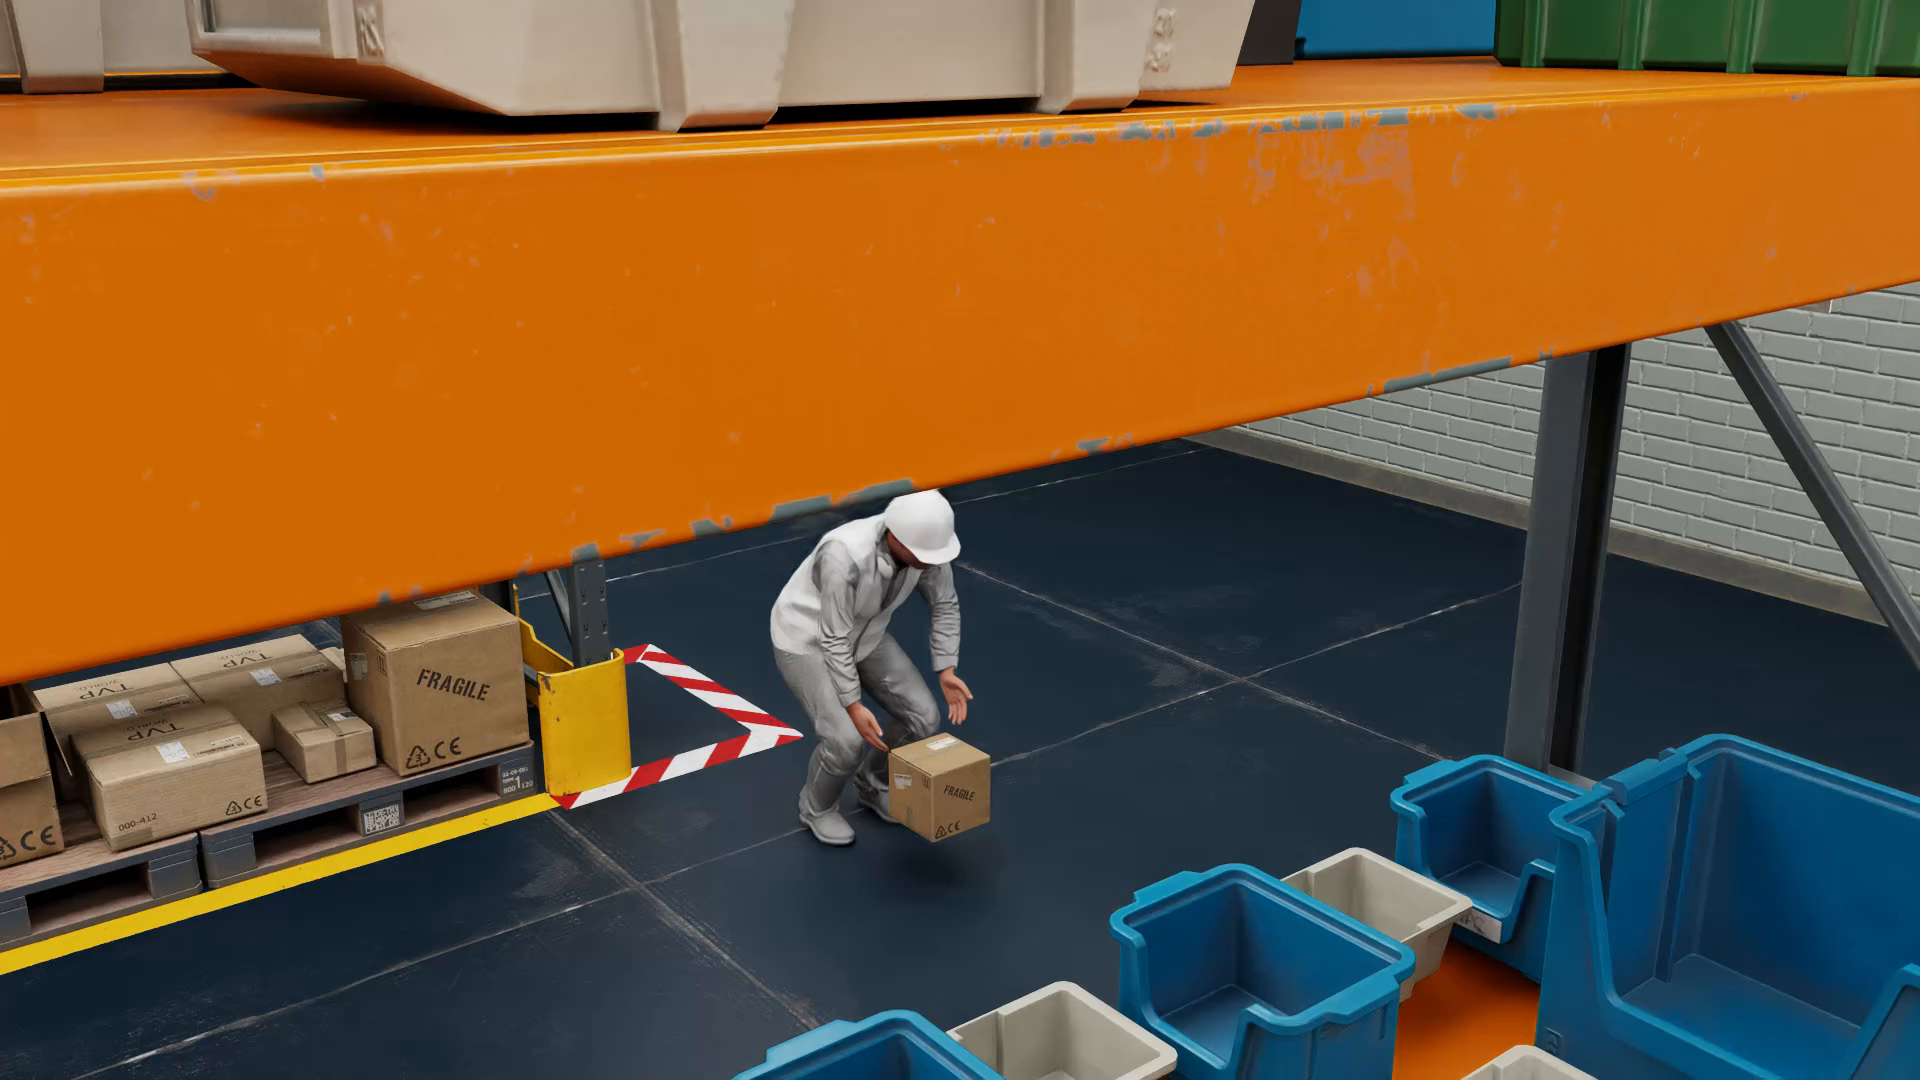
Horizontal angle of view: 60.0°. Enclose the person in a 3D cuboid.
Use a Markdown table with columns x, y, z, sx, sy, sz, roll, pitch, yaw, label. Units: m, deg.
| x | y | z | sx | sy | sz | roll | pitch | yaw | label |
| --- | --- | --- | --- | --- | --- | --- | --- | --- | --- |
| -0.303 | 0.405 | 5.914 | 0.590 | 1.363 | 0.797 | -13 | 22 | -36 | person |
